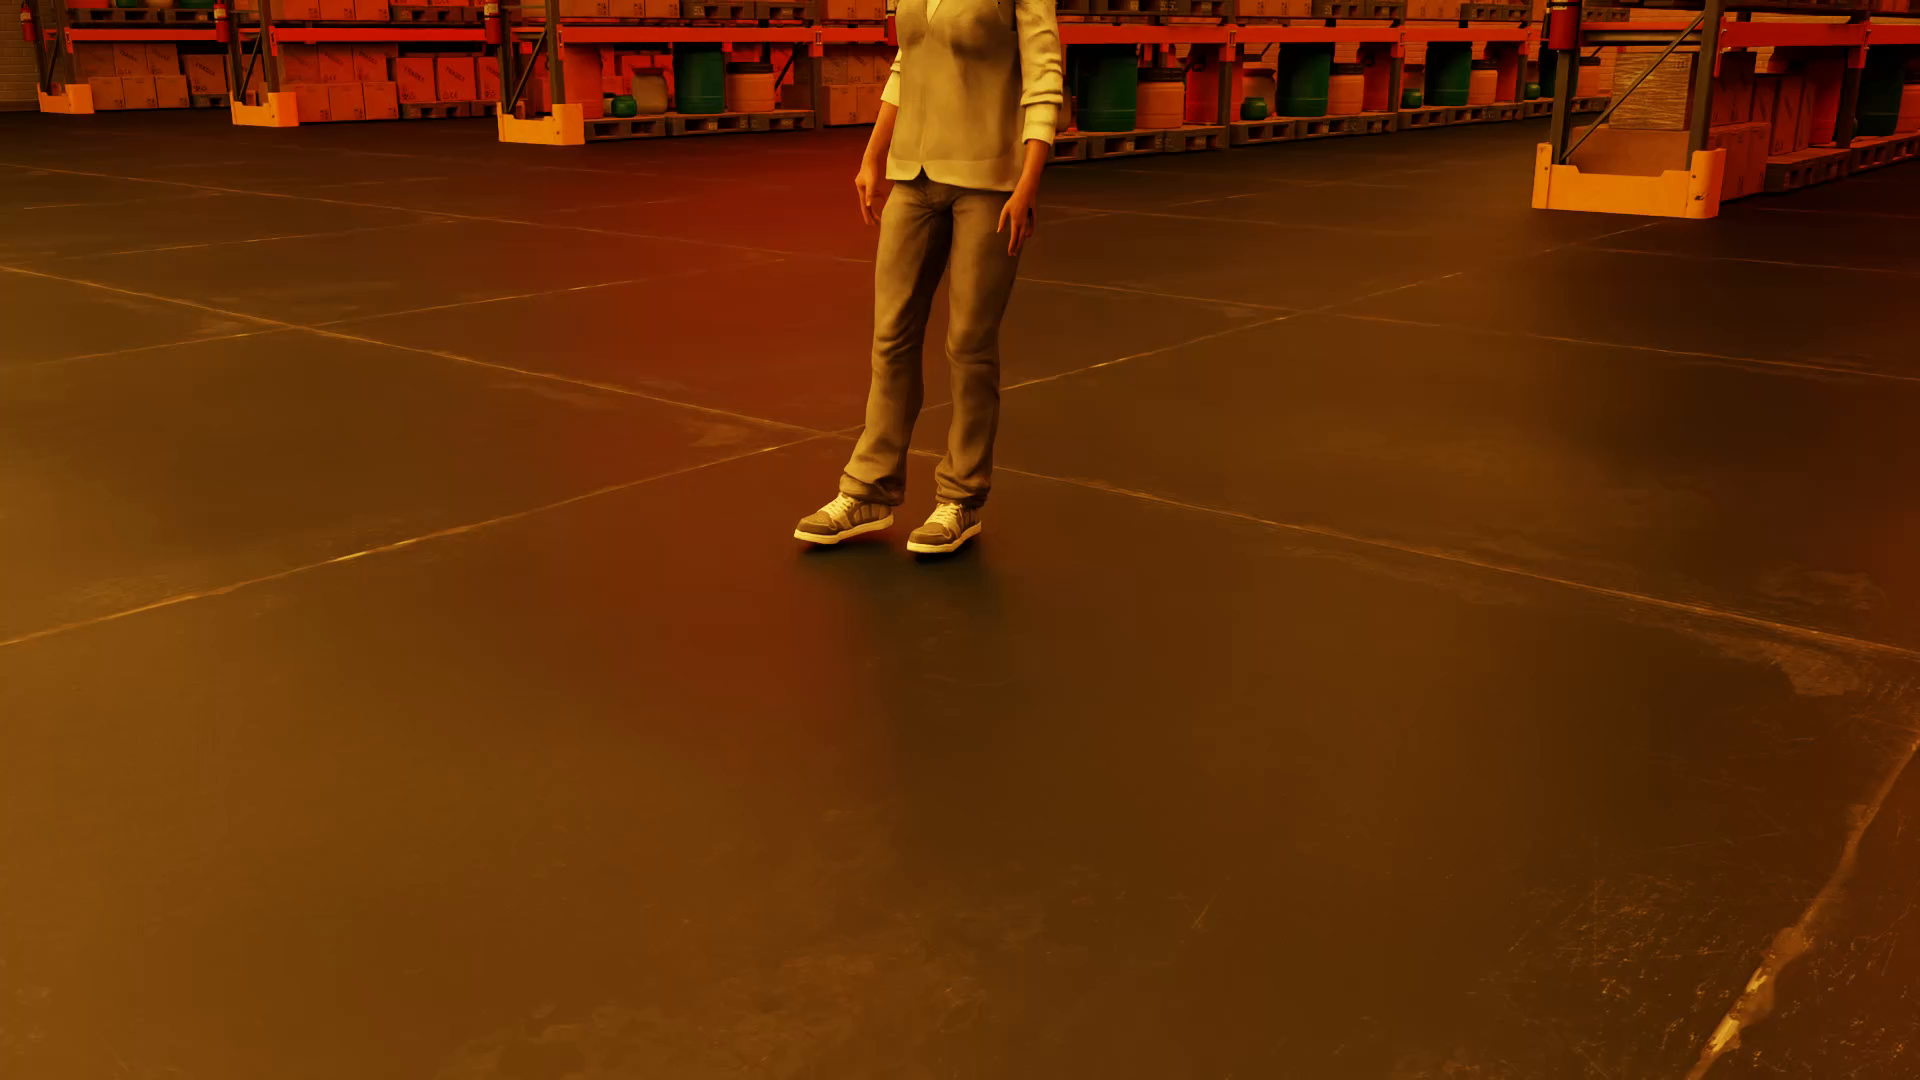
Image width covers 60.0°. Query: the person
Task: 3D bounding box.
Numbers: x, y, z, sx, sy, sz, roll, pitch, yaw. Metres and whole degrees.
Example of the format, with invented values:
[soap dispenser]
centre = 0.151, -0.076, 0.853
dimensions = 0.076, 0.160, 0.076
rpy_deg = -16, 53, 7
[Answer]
[person]
centre = -0.058, -0.750, 3.663
dimensions = 0.521, 1.584, 0.473
rpy_deg = 13, 21, 37
